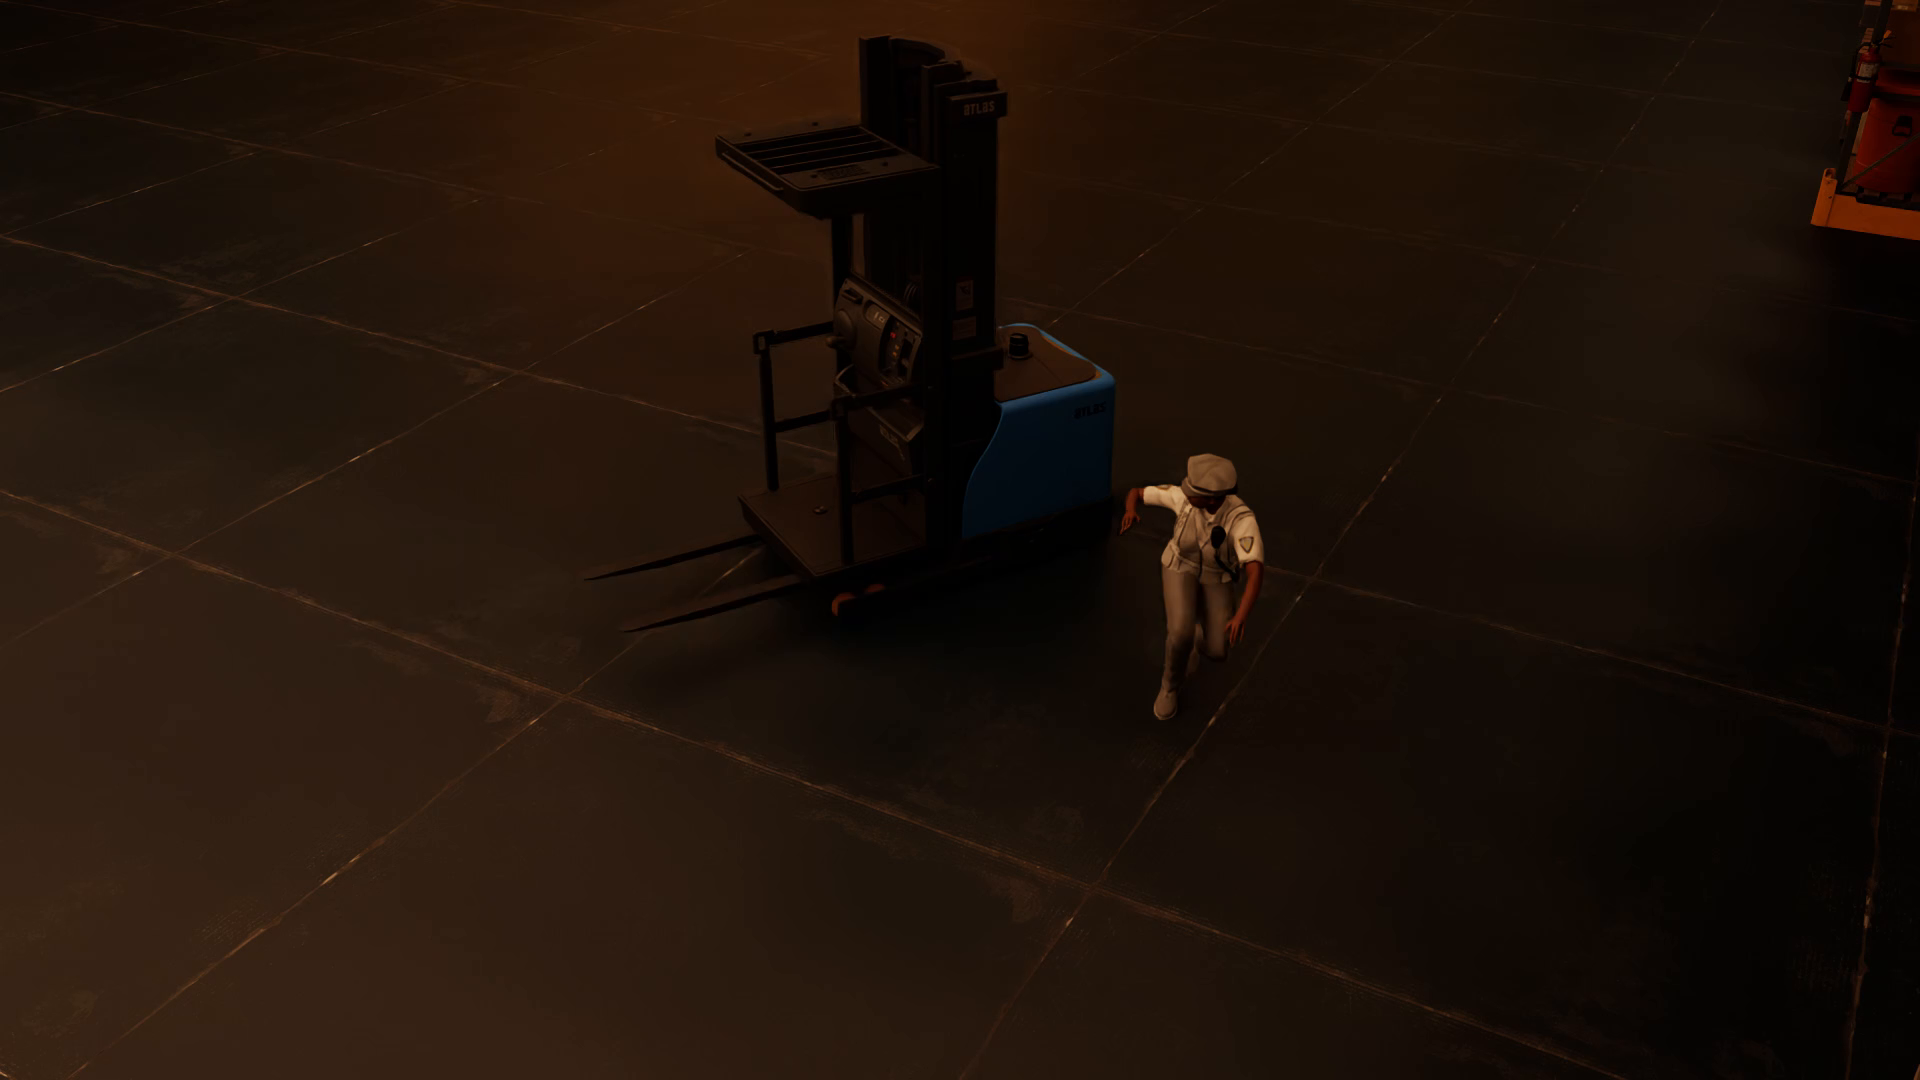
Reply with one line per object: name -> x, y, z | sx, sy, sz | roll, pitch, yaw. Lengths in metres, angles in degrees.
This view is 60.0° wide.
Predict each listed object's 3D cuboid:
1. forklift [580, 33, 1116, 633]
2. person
forklift -> -0.628, -1.114, 9.001 | 3.031, 2.935, 1.130 | -16, 34, -25
person -> 1.119, 0.265, 8.164 | 0.690, 1.396, 0.972 | 4, 30, 7
